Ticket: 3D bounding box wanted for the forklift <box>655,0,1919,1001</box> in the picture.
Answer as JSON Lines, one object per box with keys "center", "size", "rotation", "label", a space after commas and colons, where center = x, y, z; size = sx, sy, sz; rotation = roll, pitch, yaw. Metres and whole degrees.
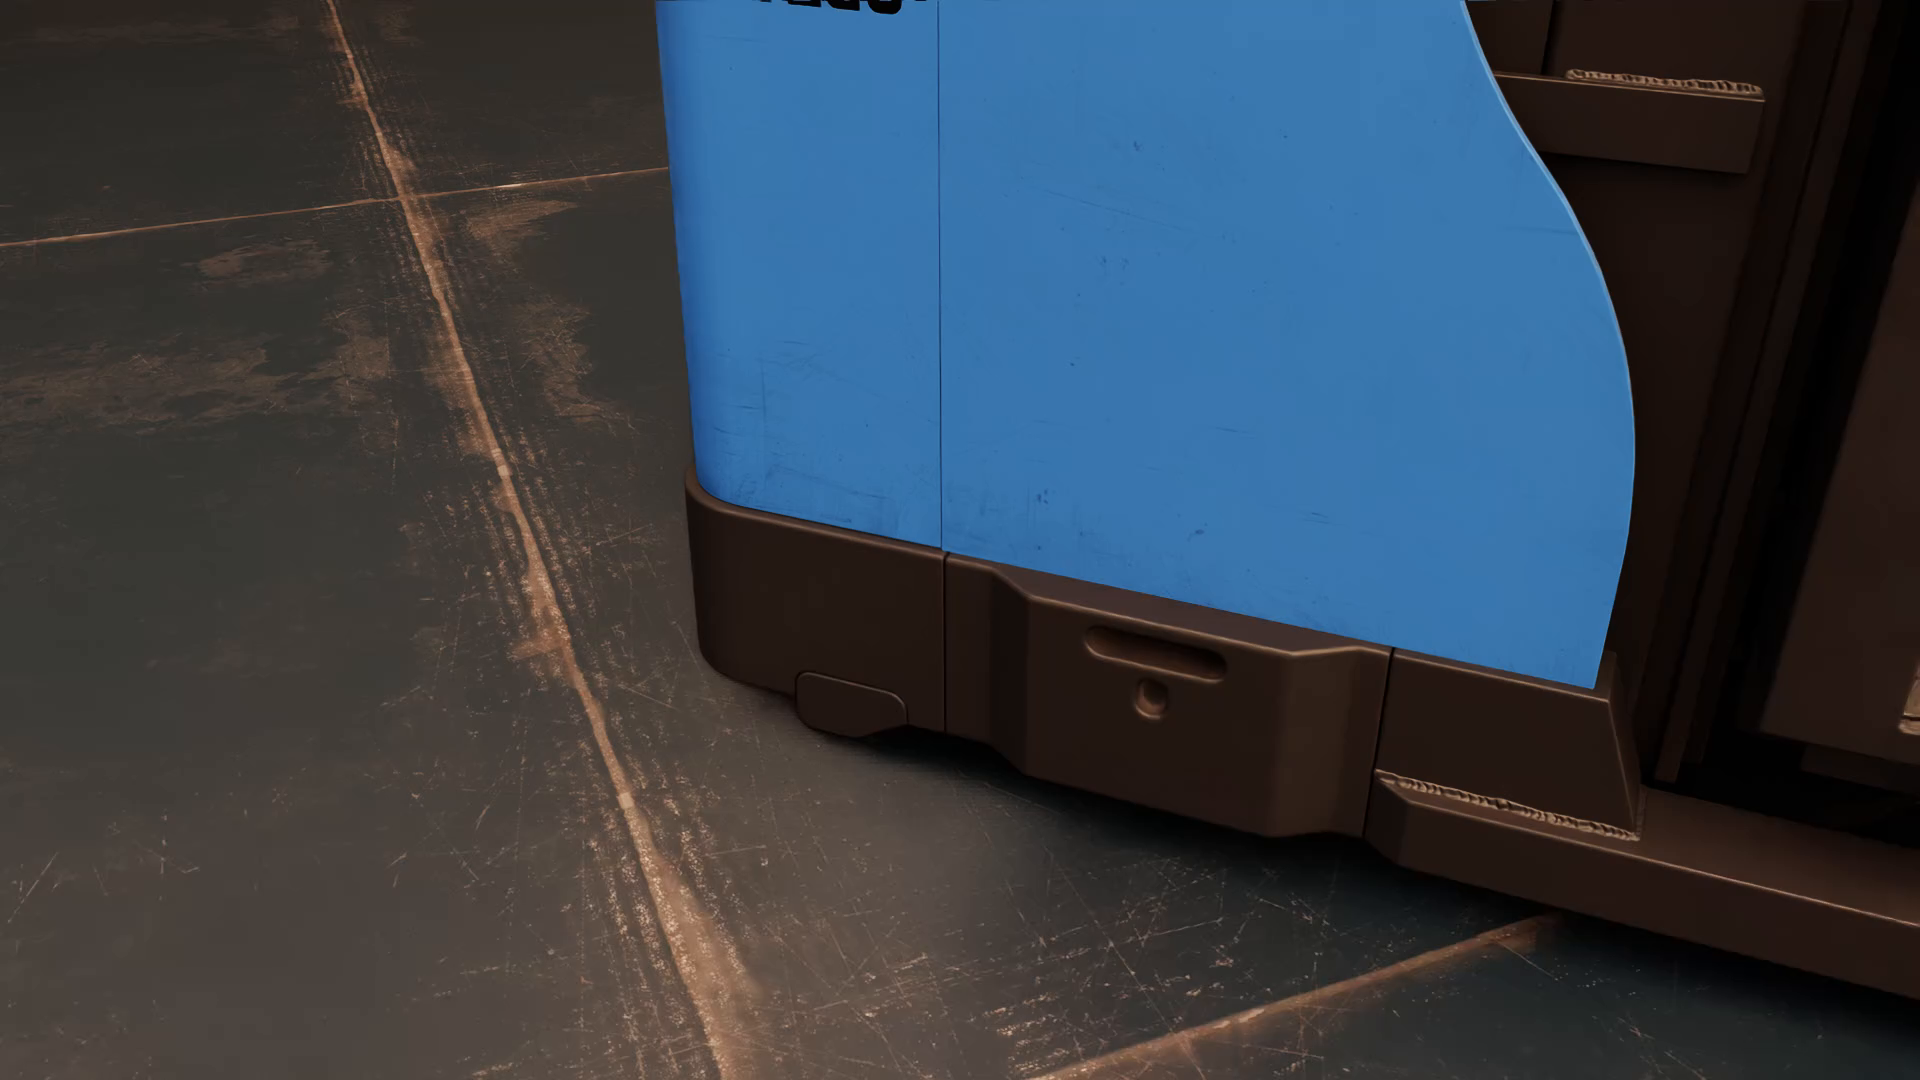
{"center": [1.232, -1.002, 1.297], "size": [3.031, 2.935, 1.130], "rotation": [12, 32, 20], "label": "forklift"}
